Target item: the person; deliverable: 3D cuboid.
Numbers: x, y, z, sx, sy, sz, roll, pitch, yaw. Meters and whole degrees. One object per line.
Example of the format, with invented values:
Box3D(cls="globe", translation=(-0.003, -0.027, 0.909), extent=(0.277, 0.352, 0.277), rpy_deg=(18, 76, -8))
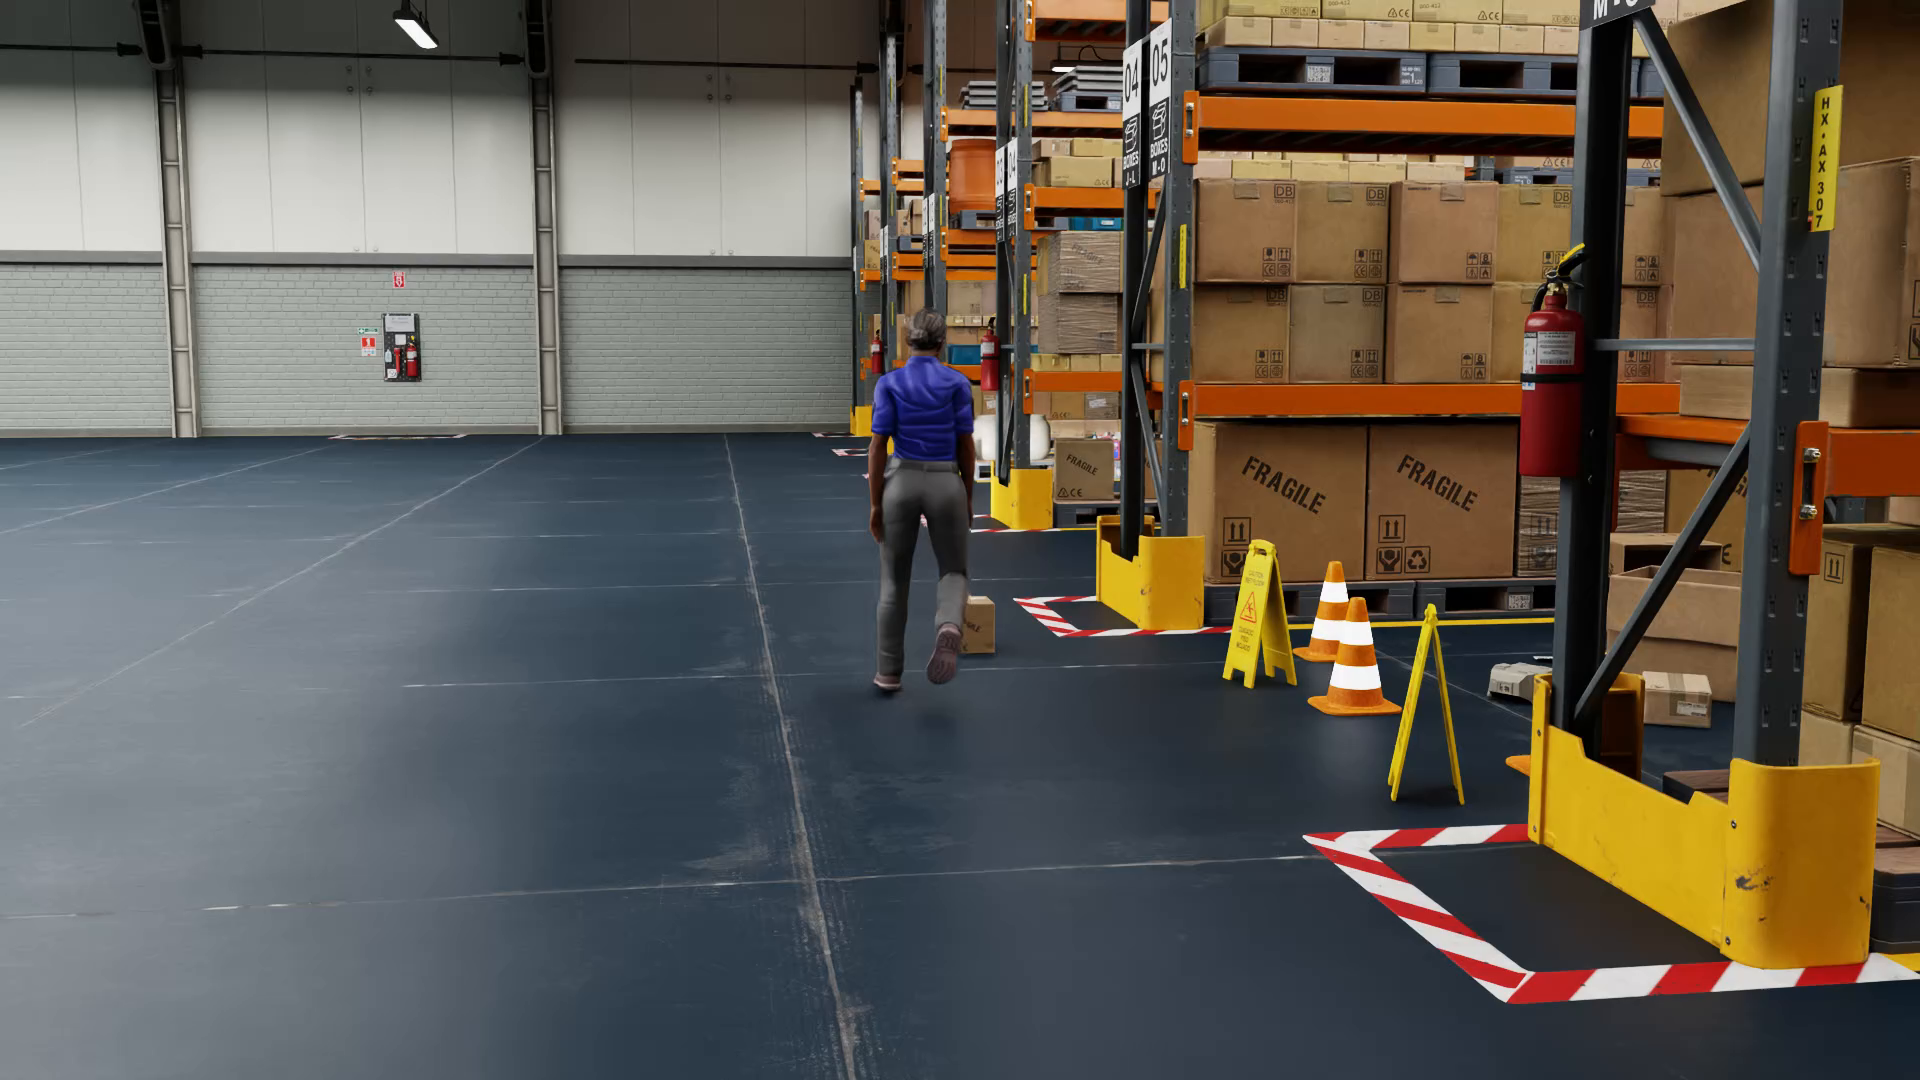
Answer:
Box3D(cls="person", translation=(-0.160, -0.158, 7.090), extent=(0.460, 1.651, 0.574), rpy_deg=(0, 7, -2))
